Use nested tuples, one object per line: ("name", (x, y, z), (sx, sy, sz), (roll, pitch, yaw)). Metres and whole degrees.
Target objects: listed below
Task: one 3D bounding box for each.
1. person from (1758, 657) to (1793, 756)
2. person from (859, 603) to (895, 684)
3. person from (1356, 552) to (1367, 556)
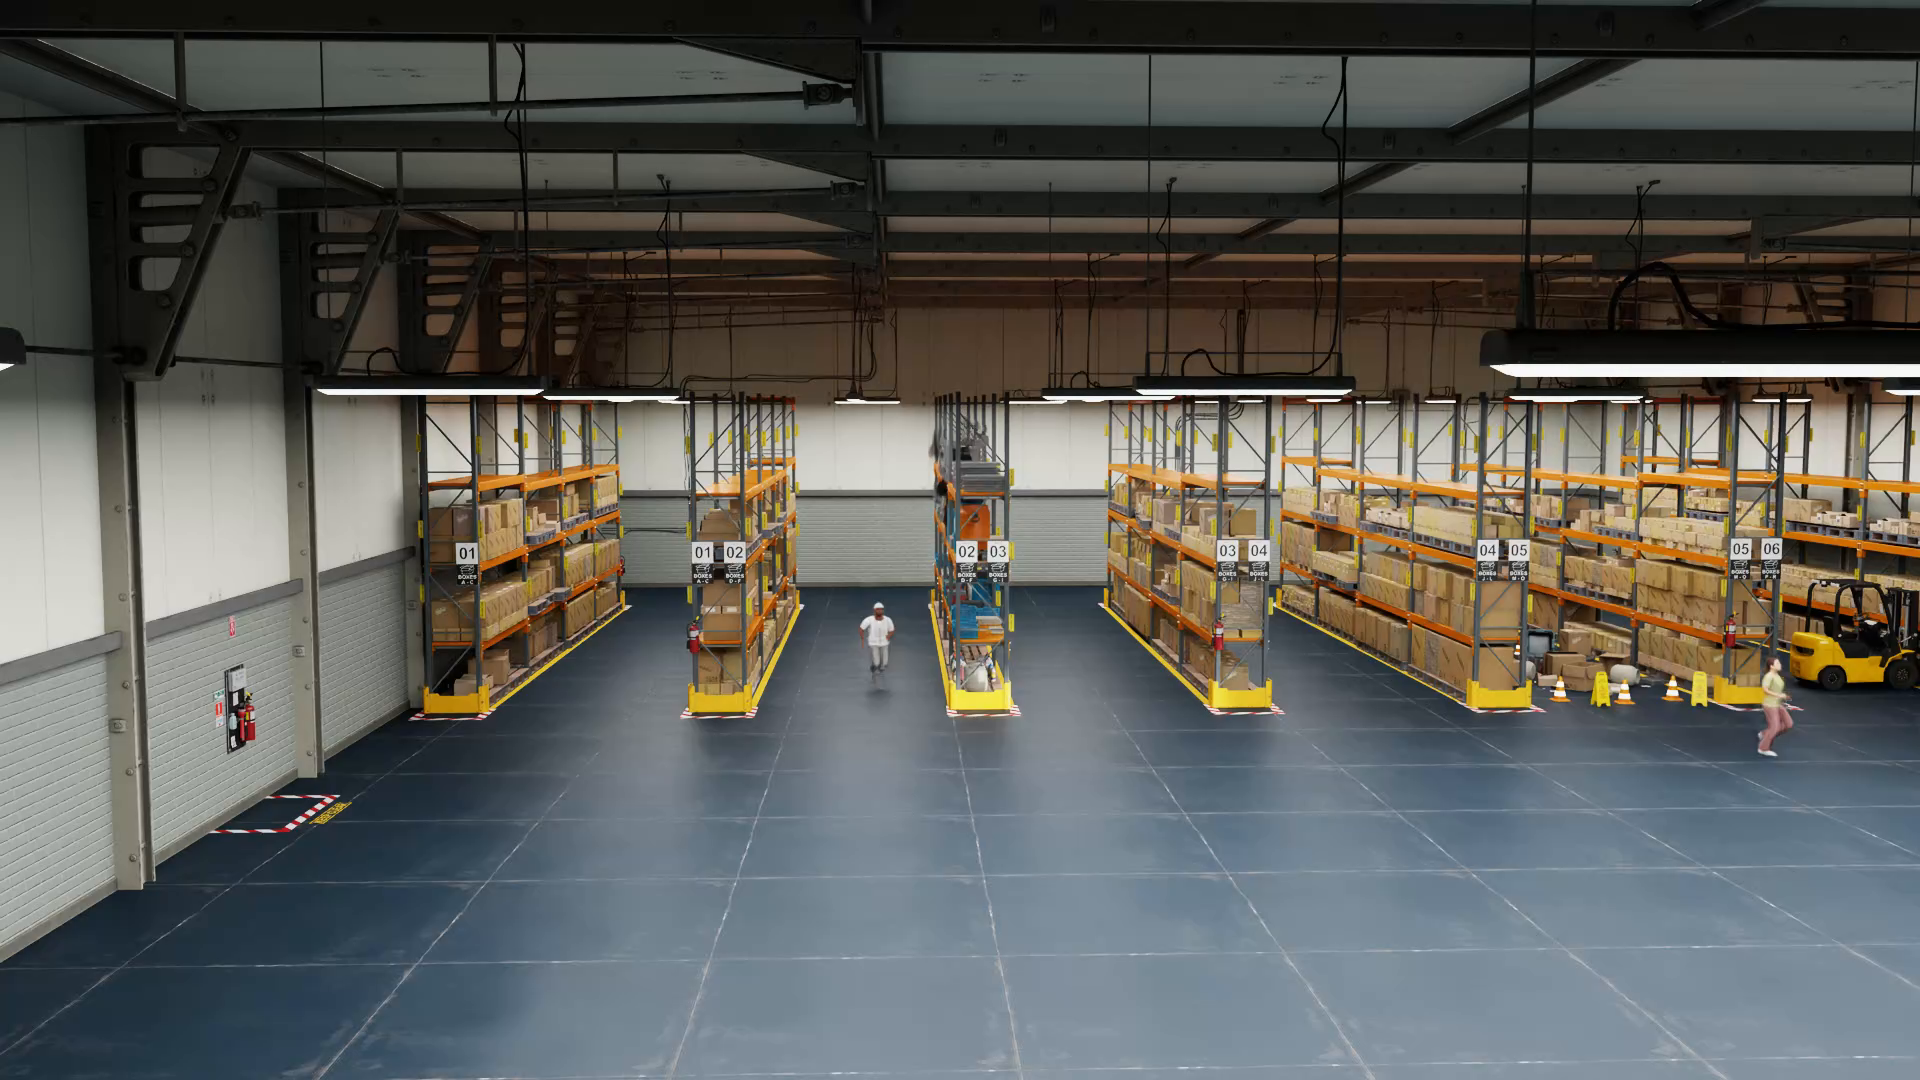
("person", (13.332, 2.733, 27.214), (0.525, 1.622, 0.627), (4, 6, 44))
("person", (-1.639, 2.095, 33.506), (0.685, 1.660, 0.595), (-1, 5, -17))
("person", (11.764, 1.034, 48.975), (0.587, 1.527, 0.689), (0, 5, -5))
